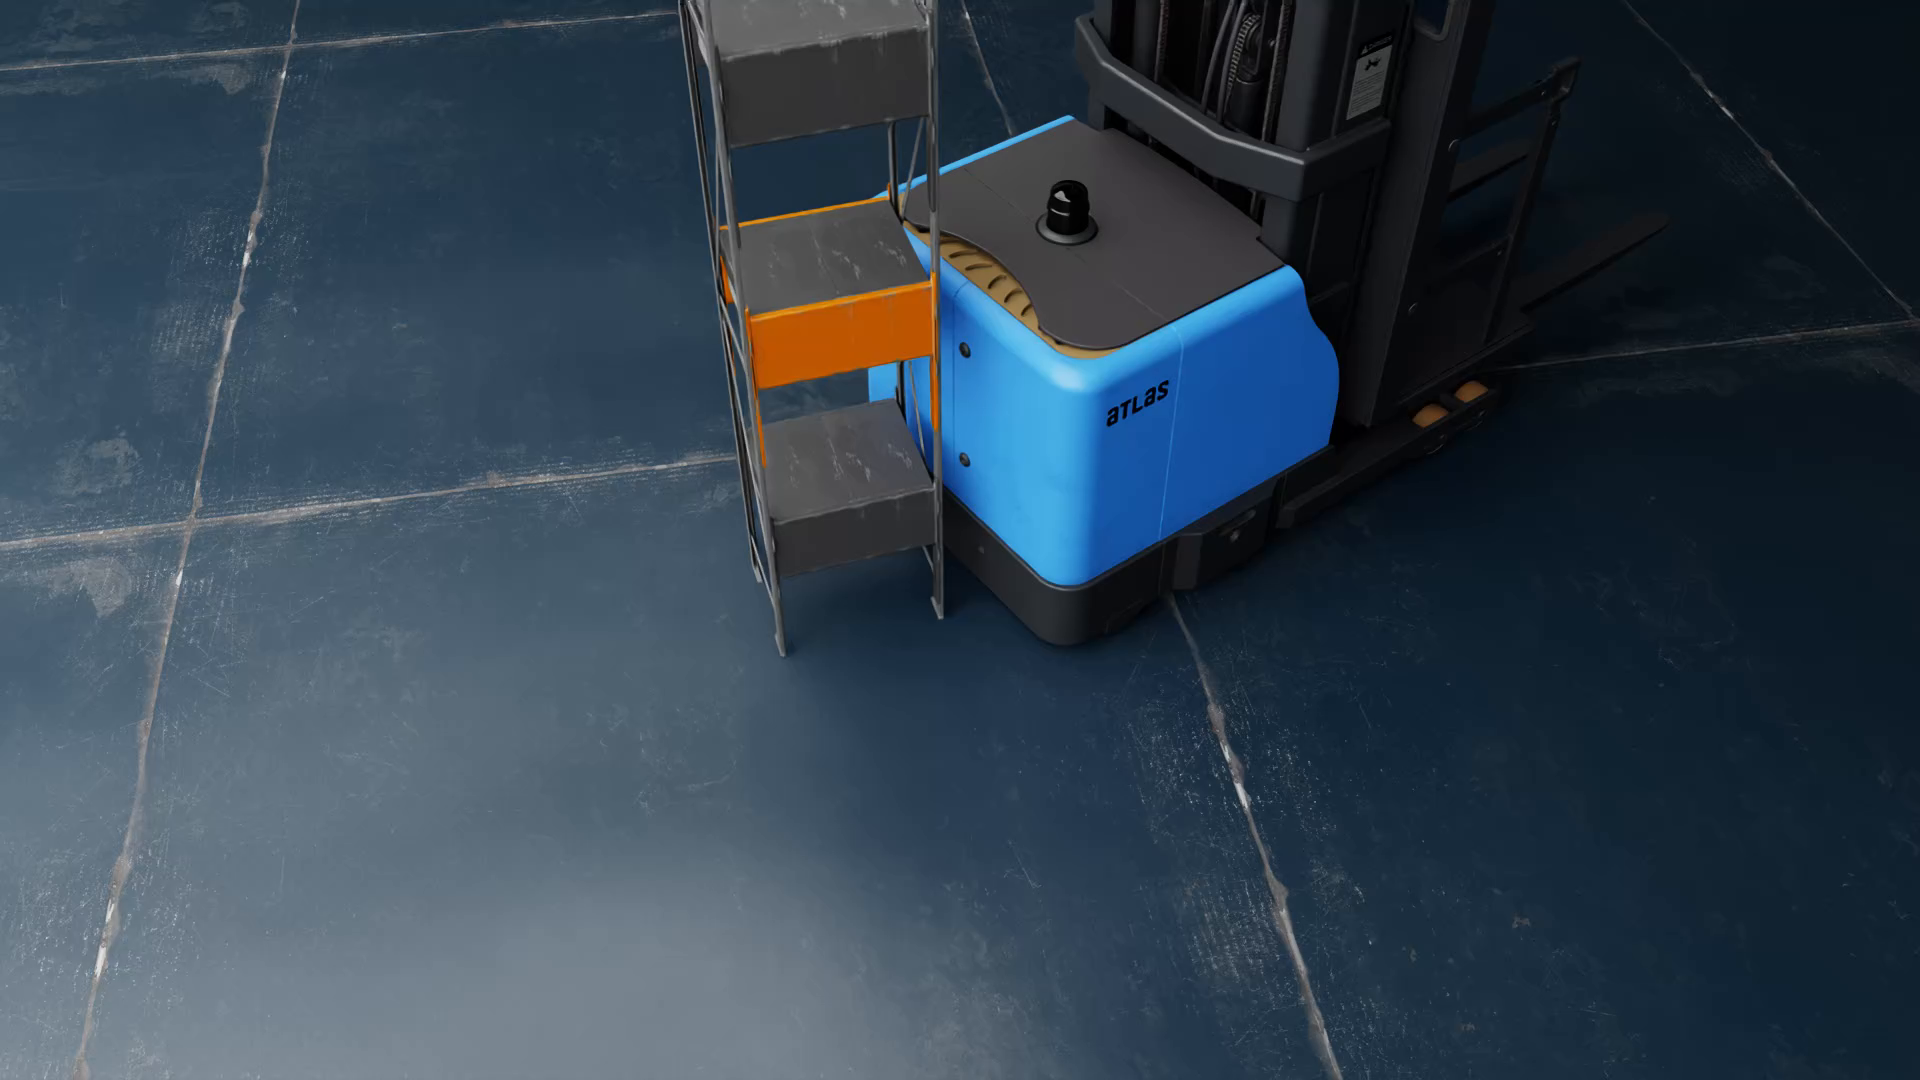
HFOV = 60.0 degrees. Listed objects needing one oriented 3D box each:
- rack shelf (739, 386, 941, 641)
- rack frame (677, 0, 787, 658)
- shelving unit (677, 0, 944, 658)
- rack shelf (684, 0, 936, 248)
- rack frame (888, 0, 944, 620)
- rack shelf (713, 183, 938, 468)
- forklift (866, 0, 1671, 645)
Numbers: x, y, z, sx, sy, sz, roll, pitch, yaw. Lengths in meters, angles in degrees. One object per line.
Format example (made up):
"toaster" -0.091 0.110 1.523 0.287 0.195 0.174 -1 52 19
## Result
"rack shelf" -0.349 -0.077 4.857 0.480 0.518 0.431 -13 47 -12
"rack frame" -0.581 -0.518 4.291 0.015 2.100 0.400 -13 47 -12
"shelving unit" -0.349 -0.572 4.343 0.503 2.100 0.431 -13 47 -12
"rack shelf" -0.349 -1.048 3.848 0.480 0.518 0.431 -13 47 -12
"rack frame" -0.116 -0.625 4.394 0.015 2.100 0.400 -13 47 -12
"rack shelf" -0.349 -0.562 4.353 0.480 0.518 0.431 -13 47 -12
"forklift" 1.187 -1.582 4.739 3.031 2.935 1.130 -28 52 -24
